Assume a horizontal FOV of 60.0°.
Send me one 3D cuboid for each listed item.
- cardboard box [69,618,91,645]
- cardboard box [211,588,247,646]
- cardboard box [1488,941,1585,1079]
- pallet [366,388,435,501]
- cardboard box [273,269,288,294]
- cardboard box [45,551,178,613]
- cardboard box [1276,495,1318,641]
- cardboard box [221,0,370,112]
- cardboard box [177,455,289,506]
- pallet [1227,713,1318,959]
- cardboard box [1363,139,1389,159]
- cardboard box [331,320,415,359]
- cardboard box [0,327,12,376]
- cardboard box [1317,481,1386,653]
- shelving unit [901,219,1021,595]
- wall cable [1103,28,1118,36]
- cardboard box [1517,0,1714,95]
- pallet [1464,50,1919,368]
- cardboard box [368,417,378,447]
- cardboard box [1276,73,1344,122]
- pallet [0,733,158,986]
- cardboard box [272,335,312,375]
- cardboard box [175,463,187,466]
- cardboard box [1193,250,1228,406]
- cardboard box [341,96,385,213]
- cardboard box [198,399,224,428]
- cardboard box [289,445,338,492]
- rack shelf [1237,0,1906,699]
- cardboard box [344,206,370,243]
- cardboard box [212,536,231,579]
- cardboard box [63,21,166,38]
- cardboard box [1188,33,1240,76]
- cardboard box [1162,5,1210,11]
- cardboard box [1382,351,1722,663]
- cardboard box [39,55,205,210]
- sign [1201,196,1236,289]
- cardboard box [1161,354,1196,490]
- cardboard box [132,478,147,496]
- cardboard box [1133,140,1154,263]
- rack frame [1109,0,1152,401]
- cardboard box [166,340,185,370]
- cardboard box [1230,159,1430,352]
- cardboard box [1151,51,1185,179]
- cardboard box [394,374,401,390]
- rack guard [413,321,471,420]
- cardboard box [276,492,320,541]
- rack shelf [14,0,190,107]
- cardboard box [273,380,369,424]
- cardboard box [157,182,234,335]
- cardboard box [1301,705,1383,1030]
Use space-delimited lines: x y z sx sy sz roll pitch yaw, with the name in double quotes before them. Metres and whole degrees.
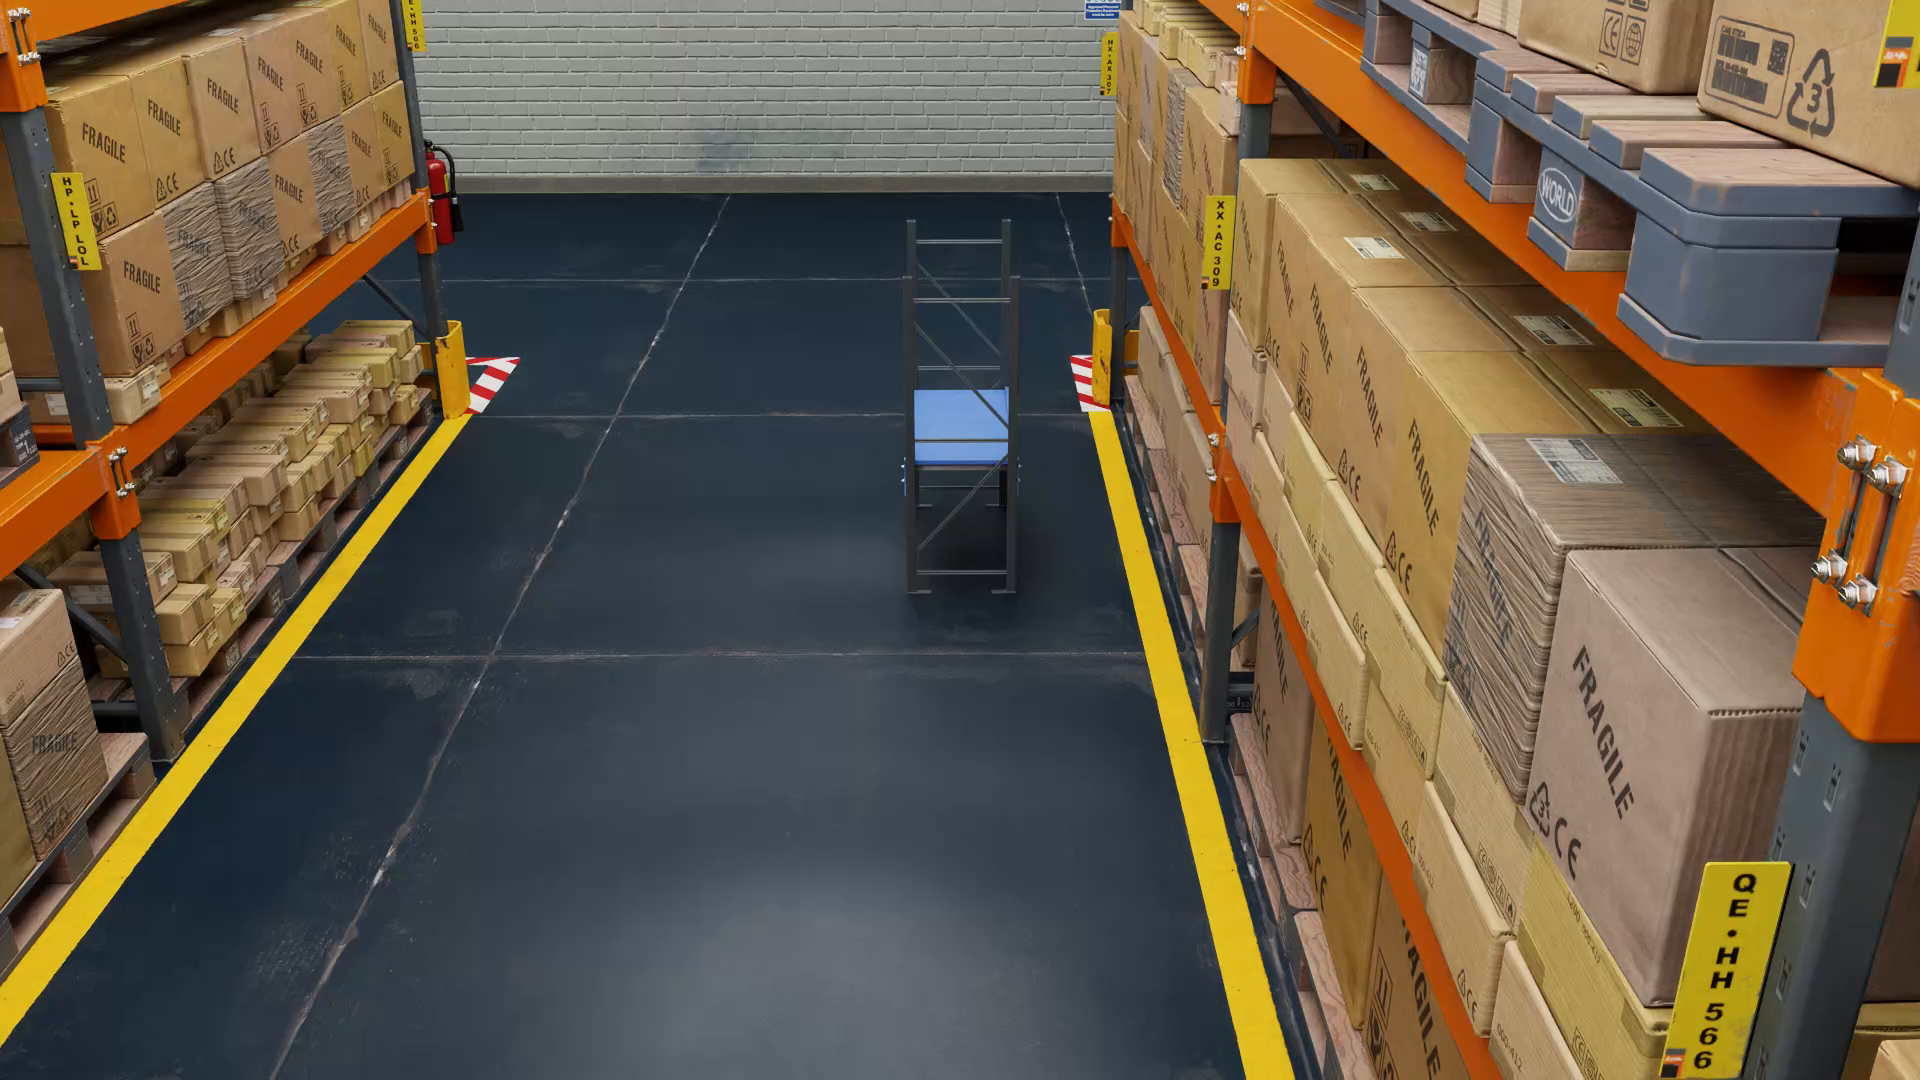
"cardboard box" -3.769 0.310 6.875 0.380 0.149 0.250 0 24 1
"cardboard box" -3.190 0.316 6.861 0.380 0.149 0.250 0 24 1
"cardboard box" 1.222 0.915 2.769 0.500 0.250 0.500 -1 24 -2
"pallet" -3.574 -0.542 9.192 1.003 0.211 1.213 0 24 -1
"cardboard box" -3.293 -1.187 7.539 0.380 0.149 0.250 1 24 1
"cardboard box" -3.302 0.163 6.477 0.380 0.149 0.250 1 24 2
"cardboard box" 1.181 0.081 4.613 0.500 0.250 0.500 0 24 -1
"cardboard box" -3.289 -2.419 8.263 0.500 0.500 0.500 -1 24 -2
"cardboard box" -3.244 -0.267 7.429 0.380 0.149 0.250 0 24 1
"pallet" 1.528 0.994 5.796 1.003 0.211 1.213 0 24 -1
"cardboard box" 1.681 -1.293 6.134 0.500 0.500 0.500 0 24 0
"cardboard box" -3.289 -1.125 9.326 0.380 0.149 0.250 0 24 0
"cardboard box" -3.303 -0.580 5.326 0.380 0.149 0.250 0 24 1
"cardboard box" 1.187 0.060 4.053 0.500 0.250 0.500 -1 24 -2
"shelving unit" 0.001 -0.648 7.863 0.538 1.500 1.048 0 24 -1
"wall cable" 1.315 -5.043 14.490 0.585 1.953 0.123 0 24 -1
"cardboard box" 1.287 -0.957 2.455 0.700 0.500 0.500 -1 24 -3
"pallet" 1.427 -0.492 2.287 1.213 0.211 1.003 1 24 2
"cardboard box" -3.298 -0.539 8.751 0.380 0.149 0.250 0 24 0
"cardboard box" 1.228 -1.626 6.083 0.380 0.149 0.250 0 24 1
"pallet" -3.495 1.061 5.648 1.003 0.211 1.213 0 24 -1
"cardboard box" -3.759 -1.012 9.075 0.380 0.149 0.250 0 24 0
"cardboard box" -3.732 -0.338 7.946 0.380 0.149 0.250 1 24 2
"cardboard box" 1.183 -0.830 6.324 0.500 0.500 0.500 0 24 0
"cardboard box" -3.286 -1.964 8.469 0.500 0.500 0.500 -1 24 -1
"cardboard box" -3.848 -0.583 8.126 0.380 0.149 0.250 0 24 0
"cardboard box" -3.216 -0.344 7.959 0.380 0.149 0.250 0 24 0
"rack shelf" 1.466 -0.809 3.632 1.077 0.370 4.000 0 24 -1
"cardboard box" -3.253 -1.620 8.497 0.380 0.149 0.250 0 24 1
"cardboard box" -3.320 0.087 7.007 0.380 0.149 0.250 0 24 -1
"cardboard box" -3.805 -1.997 7.330 0.500 0.500 0.500 -1 24 -2
"cardboard box" 1.171 -2.044 7.007 0.380 0.149 0.250 -1 24 -2
"cardboard box" 1.166 -2.460 7.928 0.380 0.149 0.250 0 24 0
"cardboard box" 1.208 -0.075 3.441 0.500 0.500 0.500 0 24 -1
"cardboard box" -3.287 -1.568 6.381 0.500 0.500 0.500 -1 24 -2
"sign" 0.889 -1.022 5.722 0.100 0.325 0.005 0 24 -1
"cardboard box" 1.526 -0.618 8.576 0.875 0.438 0.875 0 24 1
"cardboard box" -3.746 -0.154 7.179 0.380 0.149 0.250 1 24 1
"cardboard box" 1.139 -1.671 8.184 0.500 0.500 0.500 0 24 -1
"rack frame" 1.400 -2.243 9.568 1.000 3.000 0.127 0 24 -1
"cardboard box" -3.313 -0.750 6.573 0.380 0.149 0.250 -1 24 -3
"cardboard box" 1.161 -0.913 5.294 0.500 0.500 0.500 0 24 0
"cardboard box" 1.153 -1.914 7.508 0.500 0.500 0.500 0 24 0
"cardboard box" -3.308 -0.882 9.150 0.380 0.149 0.250 -1 24 -2
"rack guard" -3.548 -1.008 9.873 1.175 0.500 0.348 0 24 -1
"cardboard box" -3.242 -0.109 7.801 0.380 0.149 0.250 -1 24 -2
"rack shelf" -3.527 -2.394 7.135 1.077 0.370 4.000 0 24 -1
"cardboard box" -3.216 -0.698 8.381 0.380 0.149 0.250 1 24 1
"cardboard box" -3.271 -1.121 6.605 0.500 0.500 0.500 0 24 -1
"cardboard box" 1.548 0.810 4.888 0.875 0.875 0.875 0 24 1
